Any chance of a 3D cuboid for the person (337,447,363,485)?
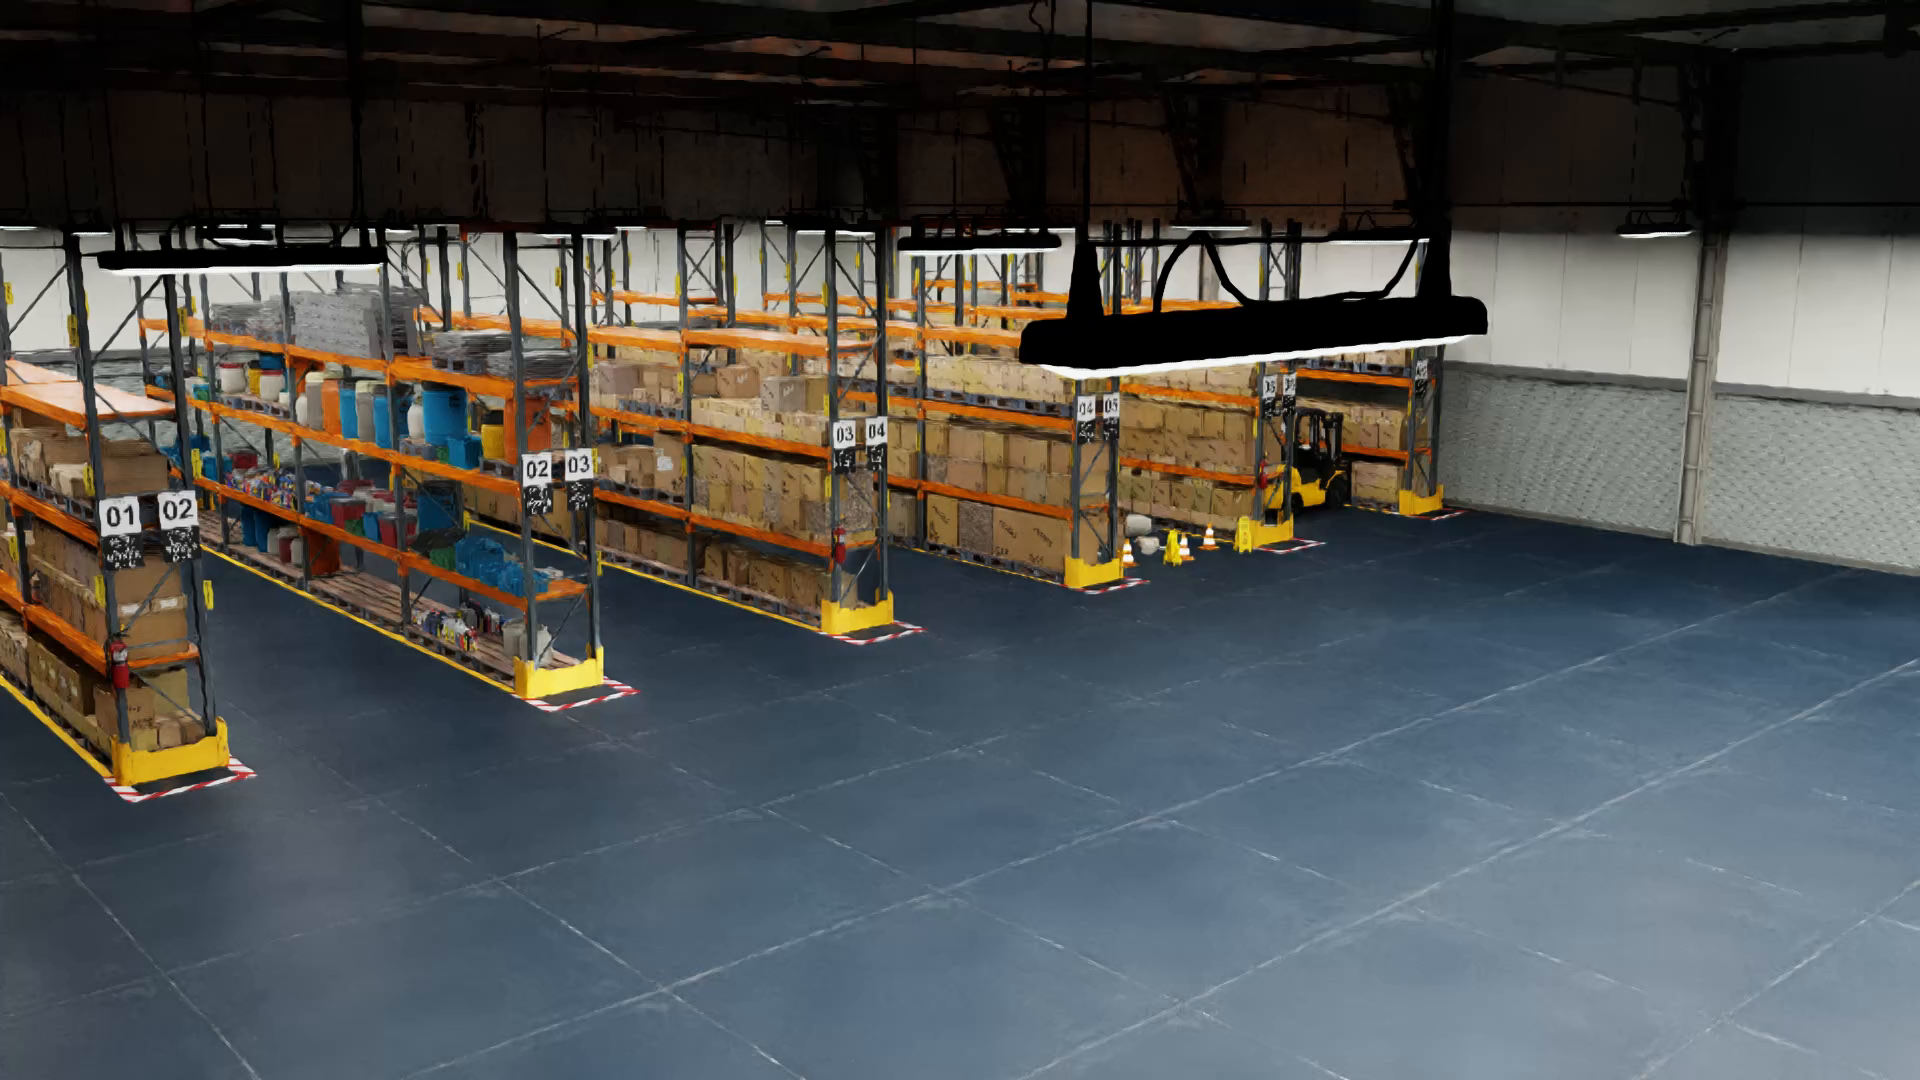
[{"bbox_3d":[-14.069,-2.125,38.204,0.496,1.658,0.681,4,12,19],"label":"person"}]
